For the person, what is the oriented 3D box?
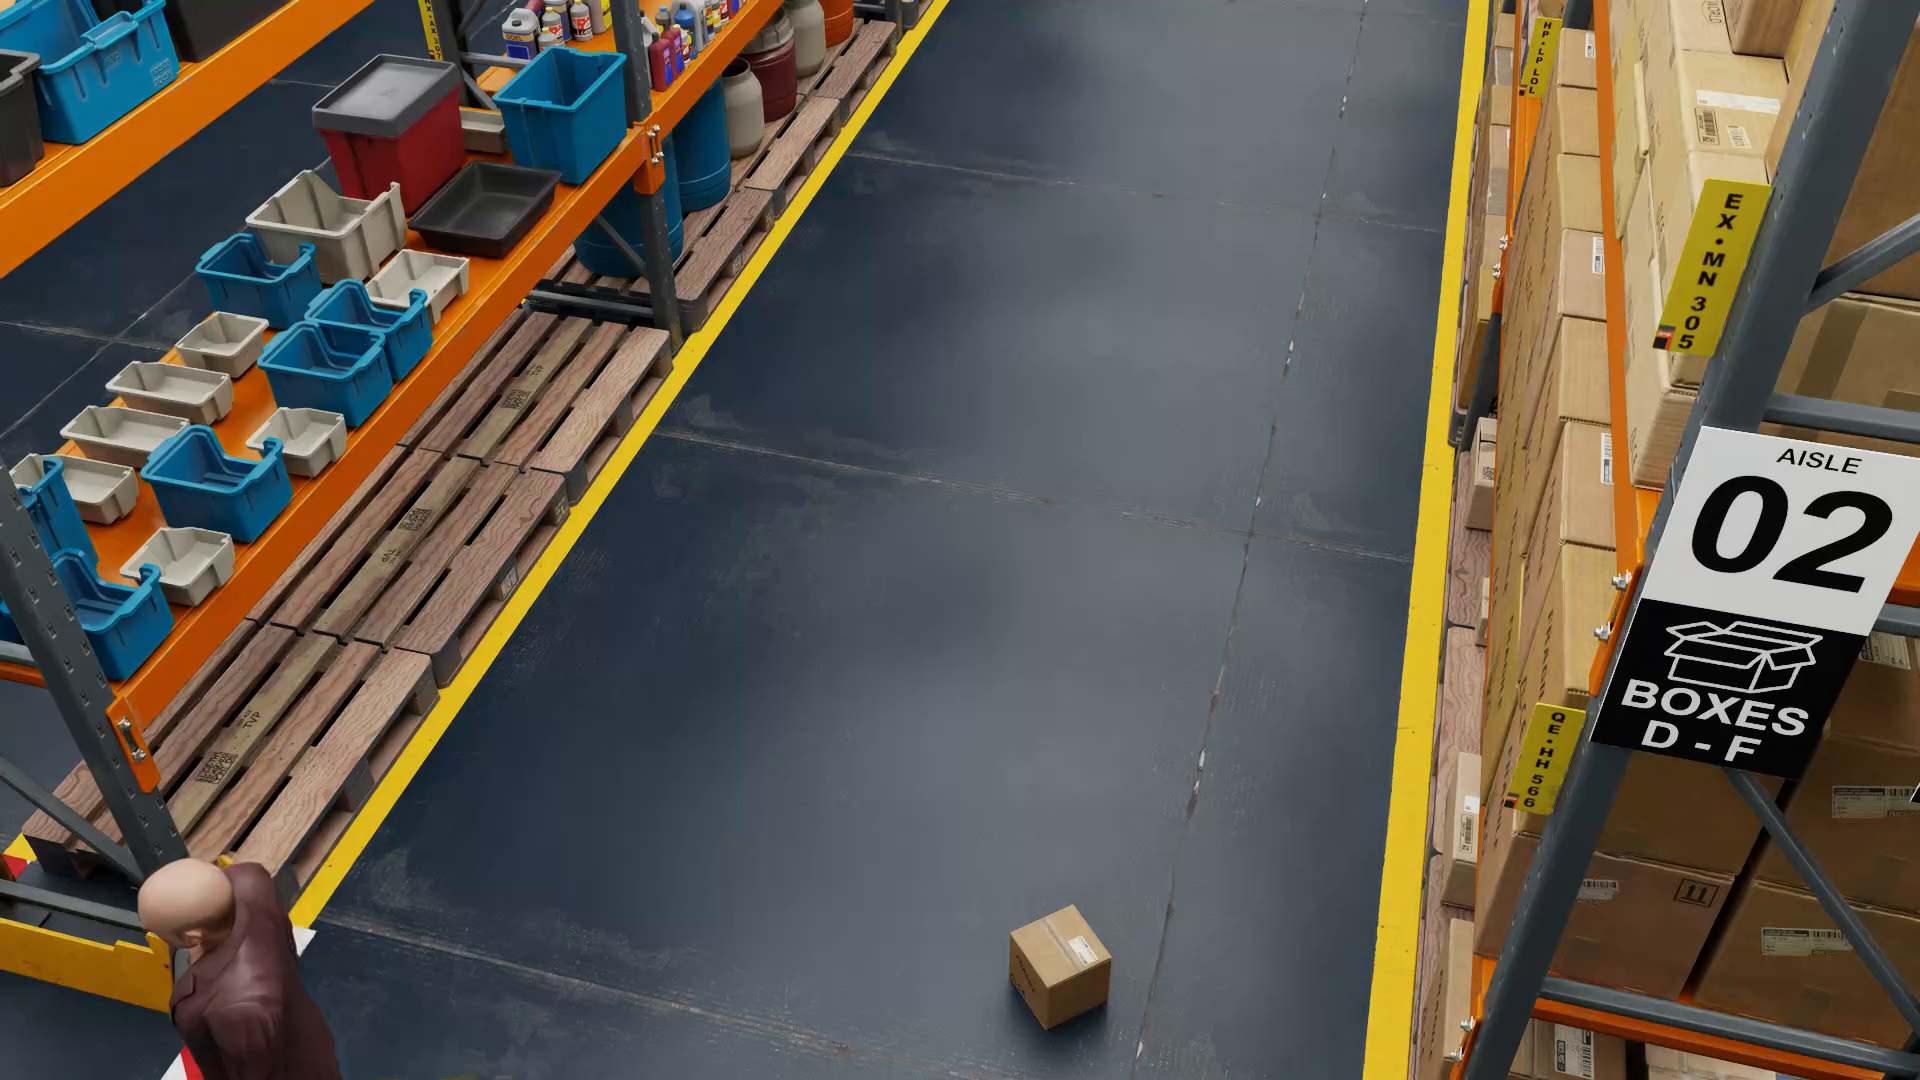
[{"bbox_3d":[-1.785,1.418,4.471,0.620,1.769,0.632,-15,43,-17],"label":"person"}]
